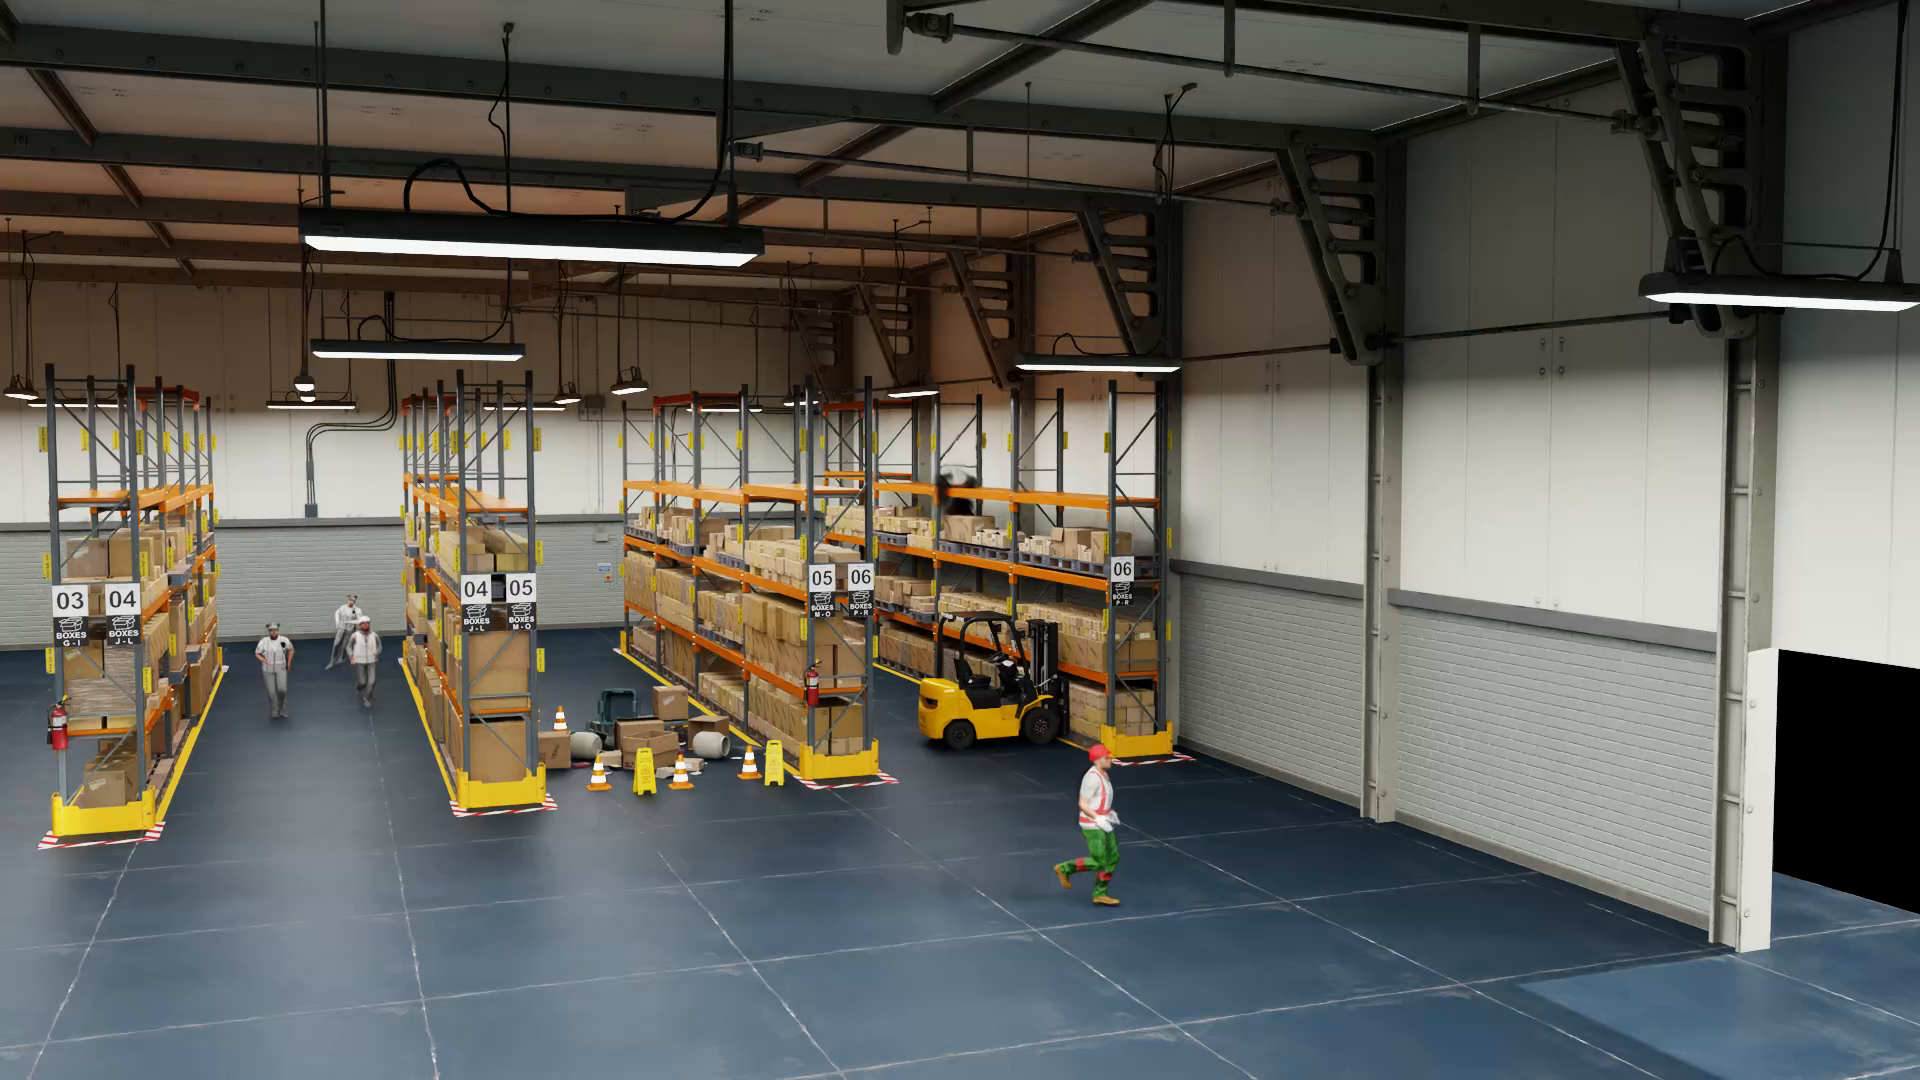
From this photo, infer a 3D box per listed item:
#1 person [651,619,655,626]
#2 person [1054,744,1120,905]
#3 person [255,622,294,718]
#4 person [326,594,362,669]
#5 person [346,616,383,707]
[{"bbox_3d":[-7.532,1.687,41.212,0.993,1.745,0.708,2,4,25],"label":"person"},{"bbox_3d":[1.401,3.079,18.079,0.711,1.738,0.646,1,4,22],"label":"person"},{"bbox_3d":[-12.437,2.367,30.175,0.641,1.764,0.675,-1,4,-19],"label":"person"},{"bbox_3d":[-13.750,2.030,37.225,0.760,1.663,0.700,-1,3,-10],"label":"person"},{"bbox_3d":[-11.276,2.302,31.538,0.661,1.728,0.581,-2,4,-29],"label":"person"}]
